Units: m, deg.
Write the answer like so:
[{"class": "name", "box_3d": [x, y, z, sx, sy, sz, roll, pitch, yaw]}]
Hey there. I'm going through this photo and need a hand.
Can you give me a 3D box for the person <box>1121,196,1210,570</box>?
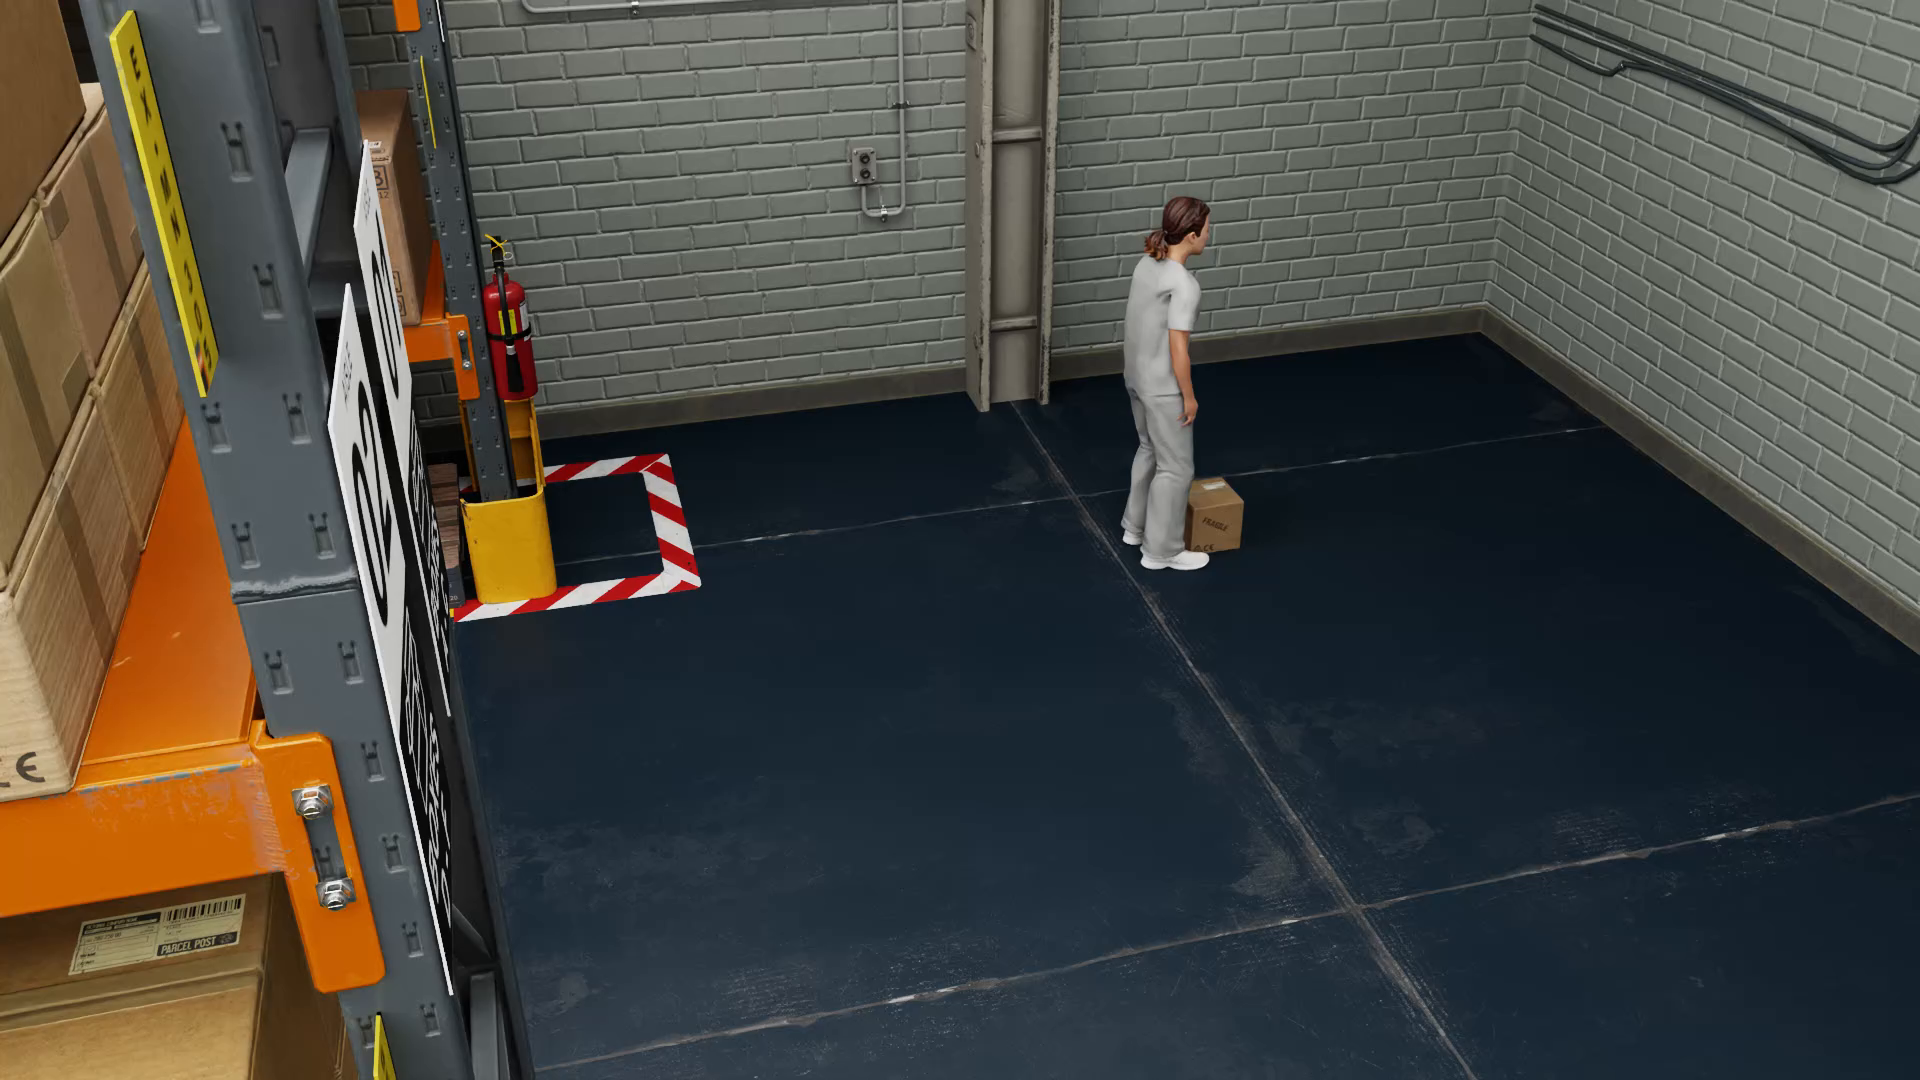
[{"class": "person", "box_3d": [0.907, -0.683, 7.304, 0.364, 1.665, 0.500, -9, 32, -16]}]
